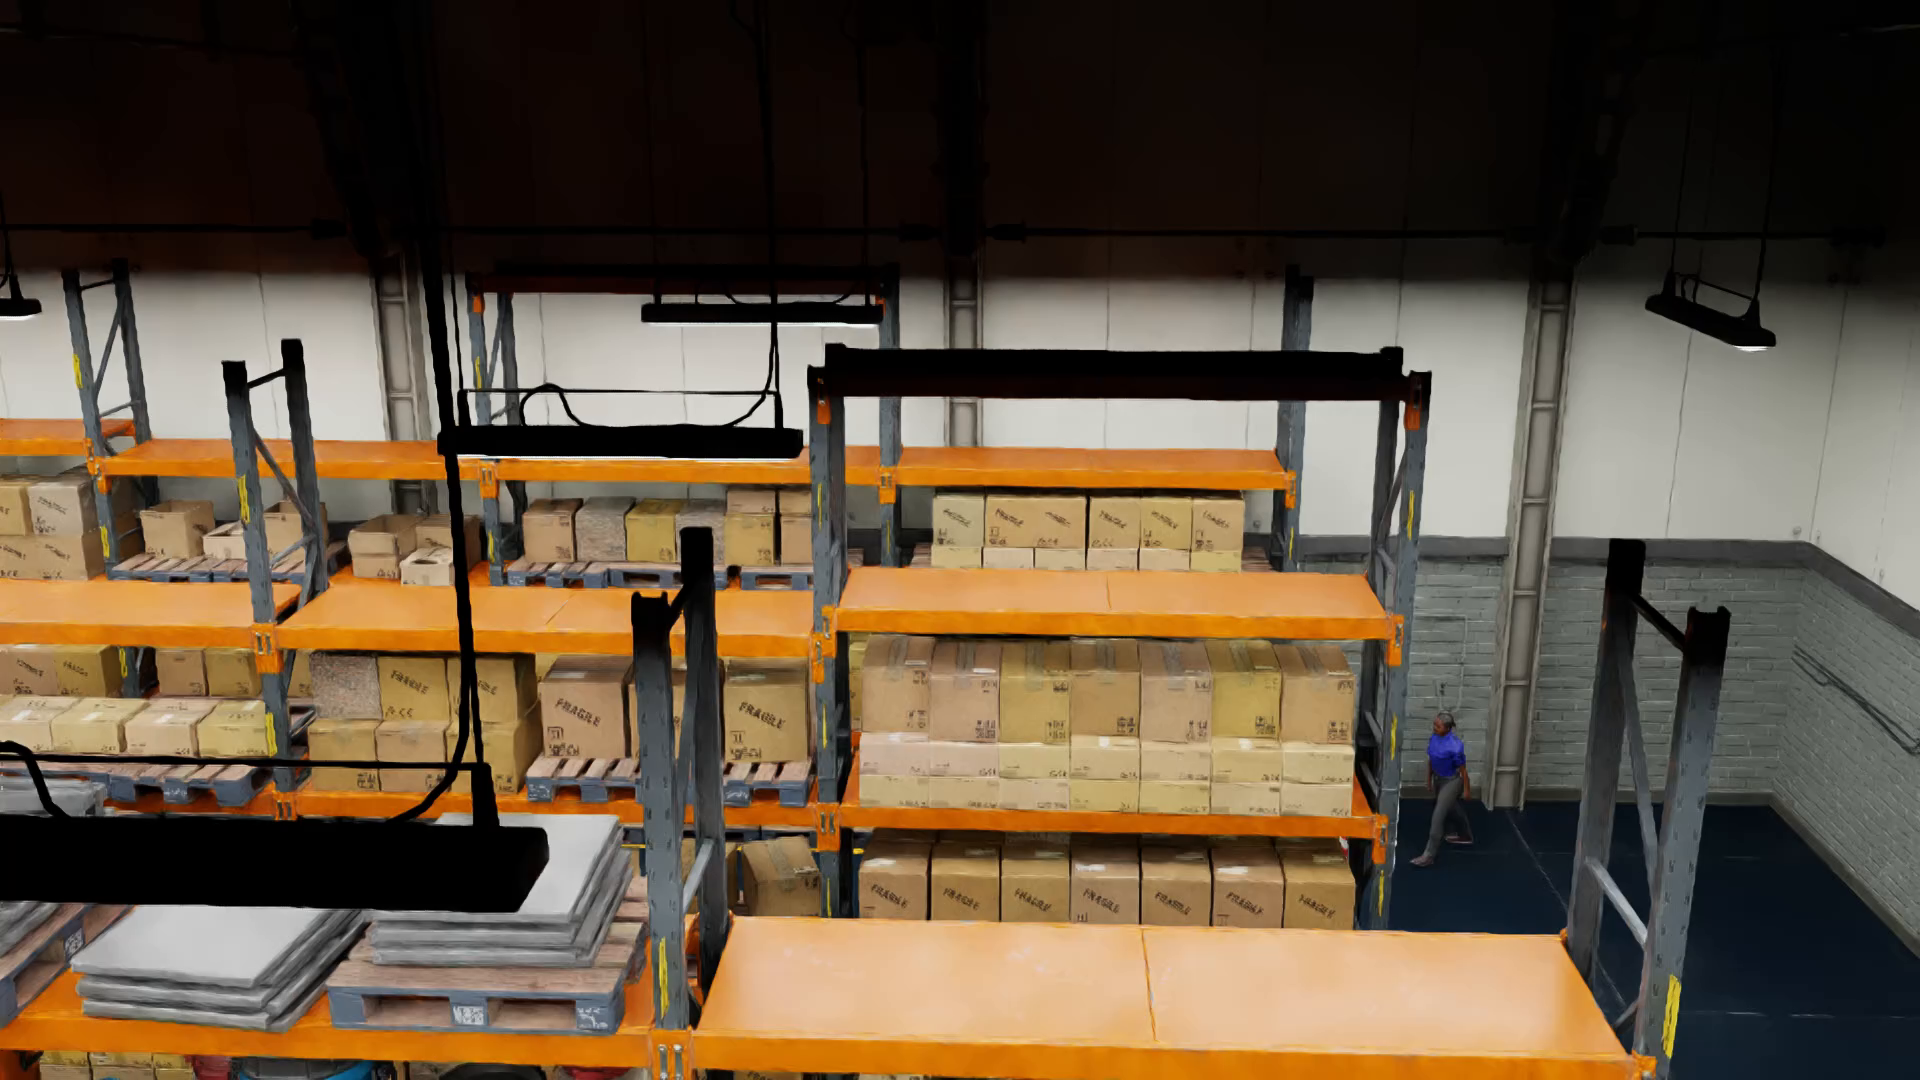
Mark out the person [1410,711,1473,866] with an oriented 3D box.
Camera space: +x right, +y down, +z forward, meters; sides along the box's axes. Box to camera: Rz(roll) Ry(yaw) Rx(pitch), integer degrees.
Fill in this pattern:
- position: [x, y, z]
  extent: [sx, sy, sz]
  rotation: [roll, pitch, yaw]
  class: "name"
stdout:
- position: [4.995, 2.511, 17.125]
  extent: [0.936, 1.591, 0.494]
  rotation: [-6, 17, -19]
  class: "person"
